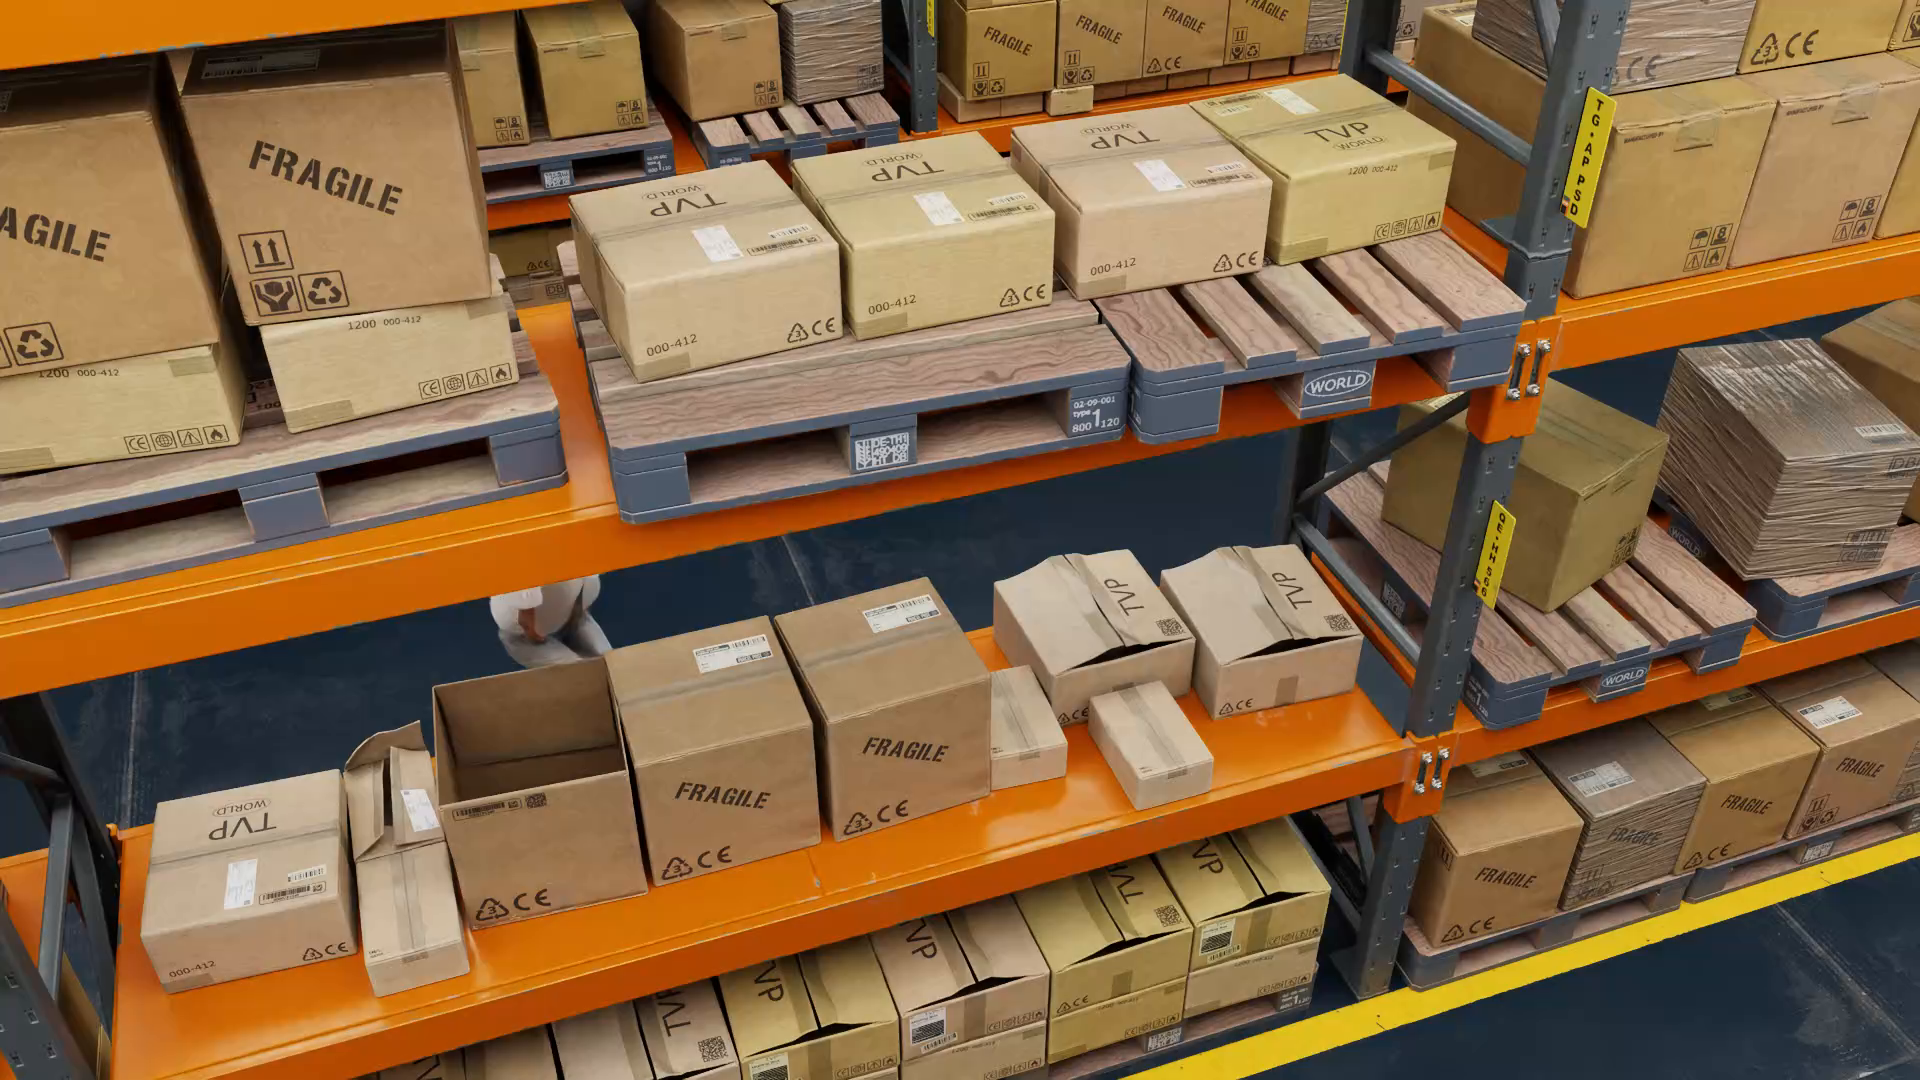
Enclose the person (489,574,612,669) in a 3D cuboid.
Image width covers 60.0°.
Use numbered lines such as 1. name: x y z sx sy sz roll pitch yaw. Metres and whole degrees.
1. person: -1.635 0.100 6.715 0.615 1.721 0.733 12 39 16
